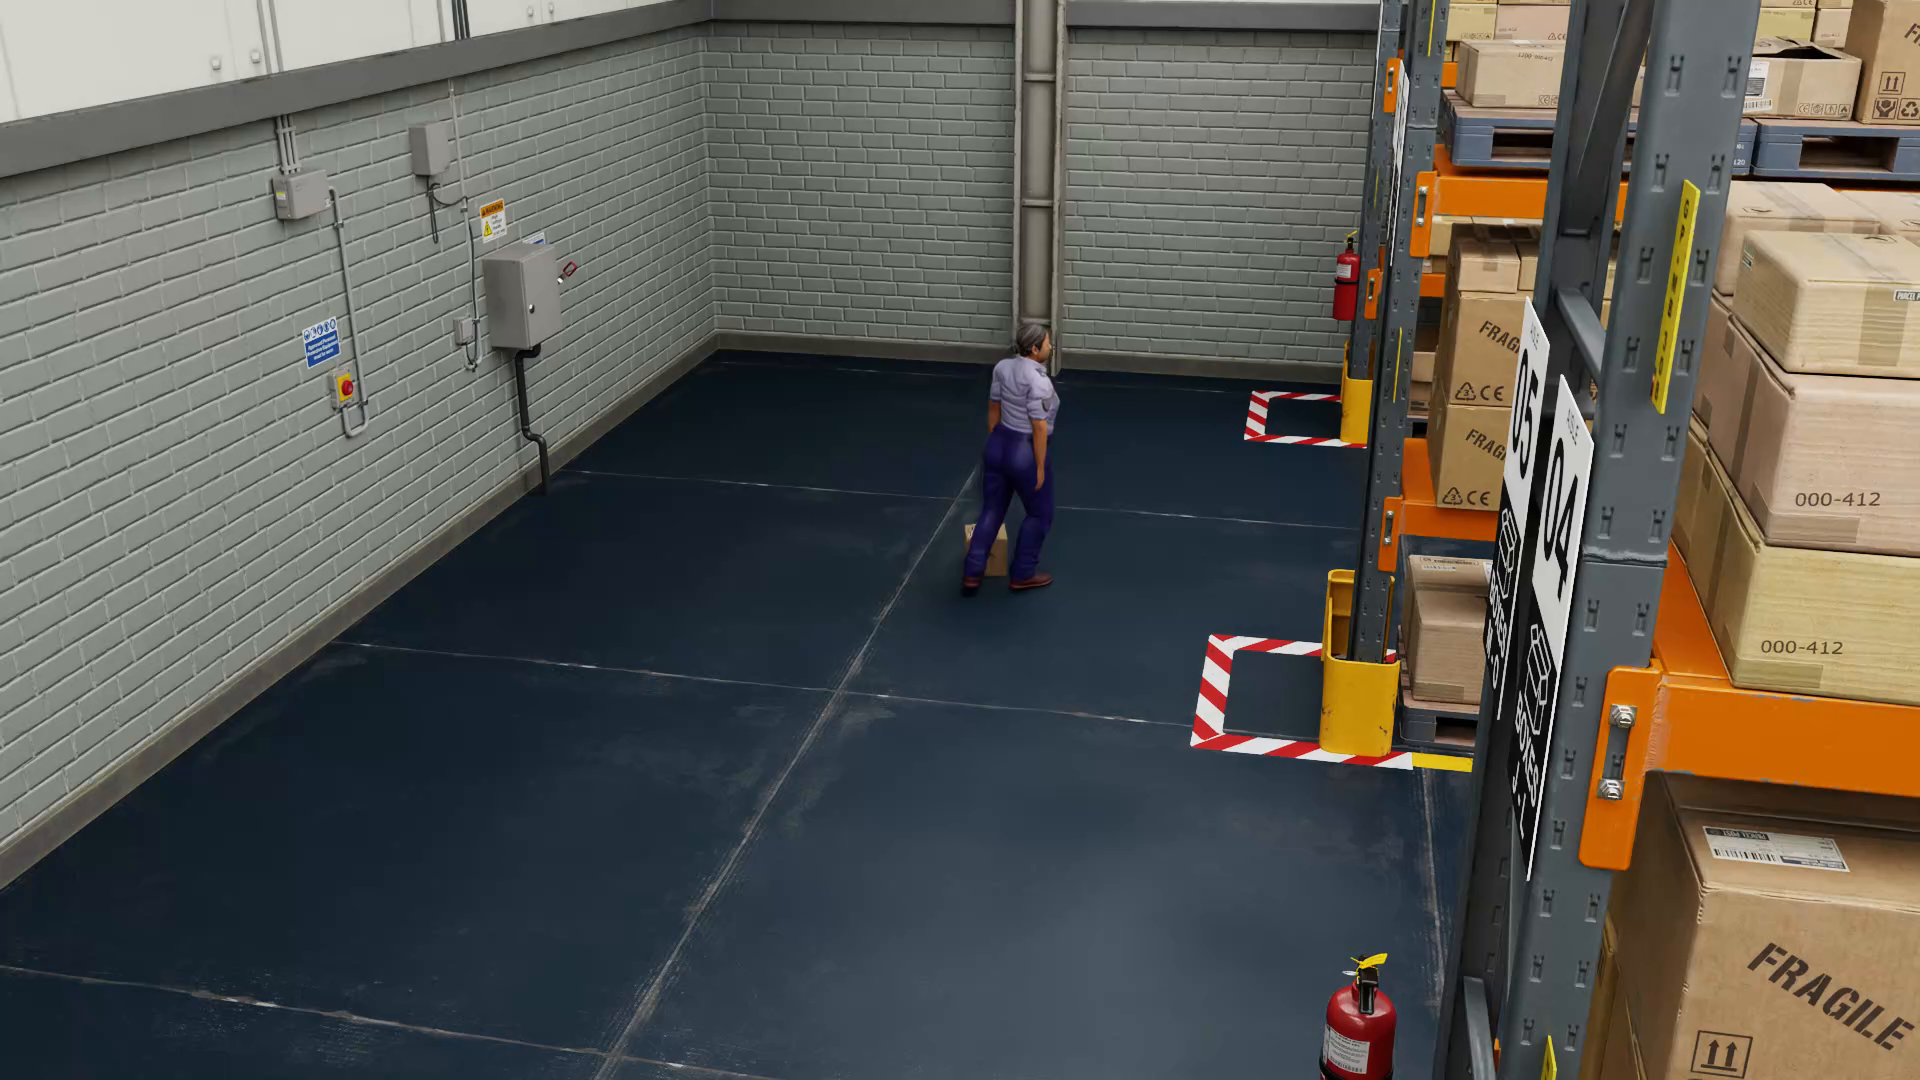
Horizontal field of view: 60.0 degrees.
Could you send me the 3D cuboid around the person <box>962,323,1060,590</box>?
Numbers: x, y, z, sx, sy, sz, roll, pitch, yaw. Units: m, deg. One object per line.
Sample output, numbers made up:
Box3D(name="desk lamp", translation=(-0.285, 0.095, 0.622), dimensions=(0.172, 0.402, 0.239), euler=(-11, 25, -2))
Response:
Box3D(name="person", translation=(0.292, -0.470, 9.798), dimensions=(0.557, 1.633, 0.530), euler=(-19, 28, -39))
